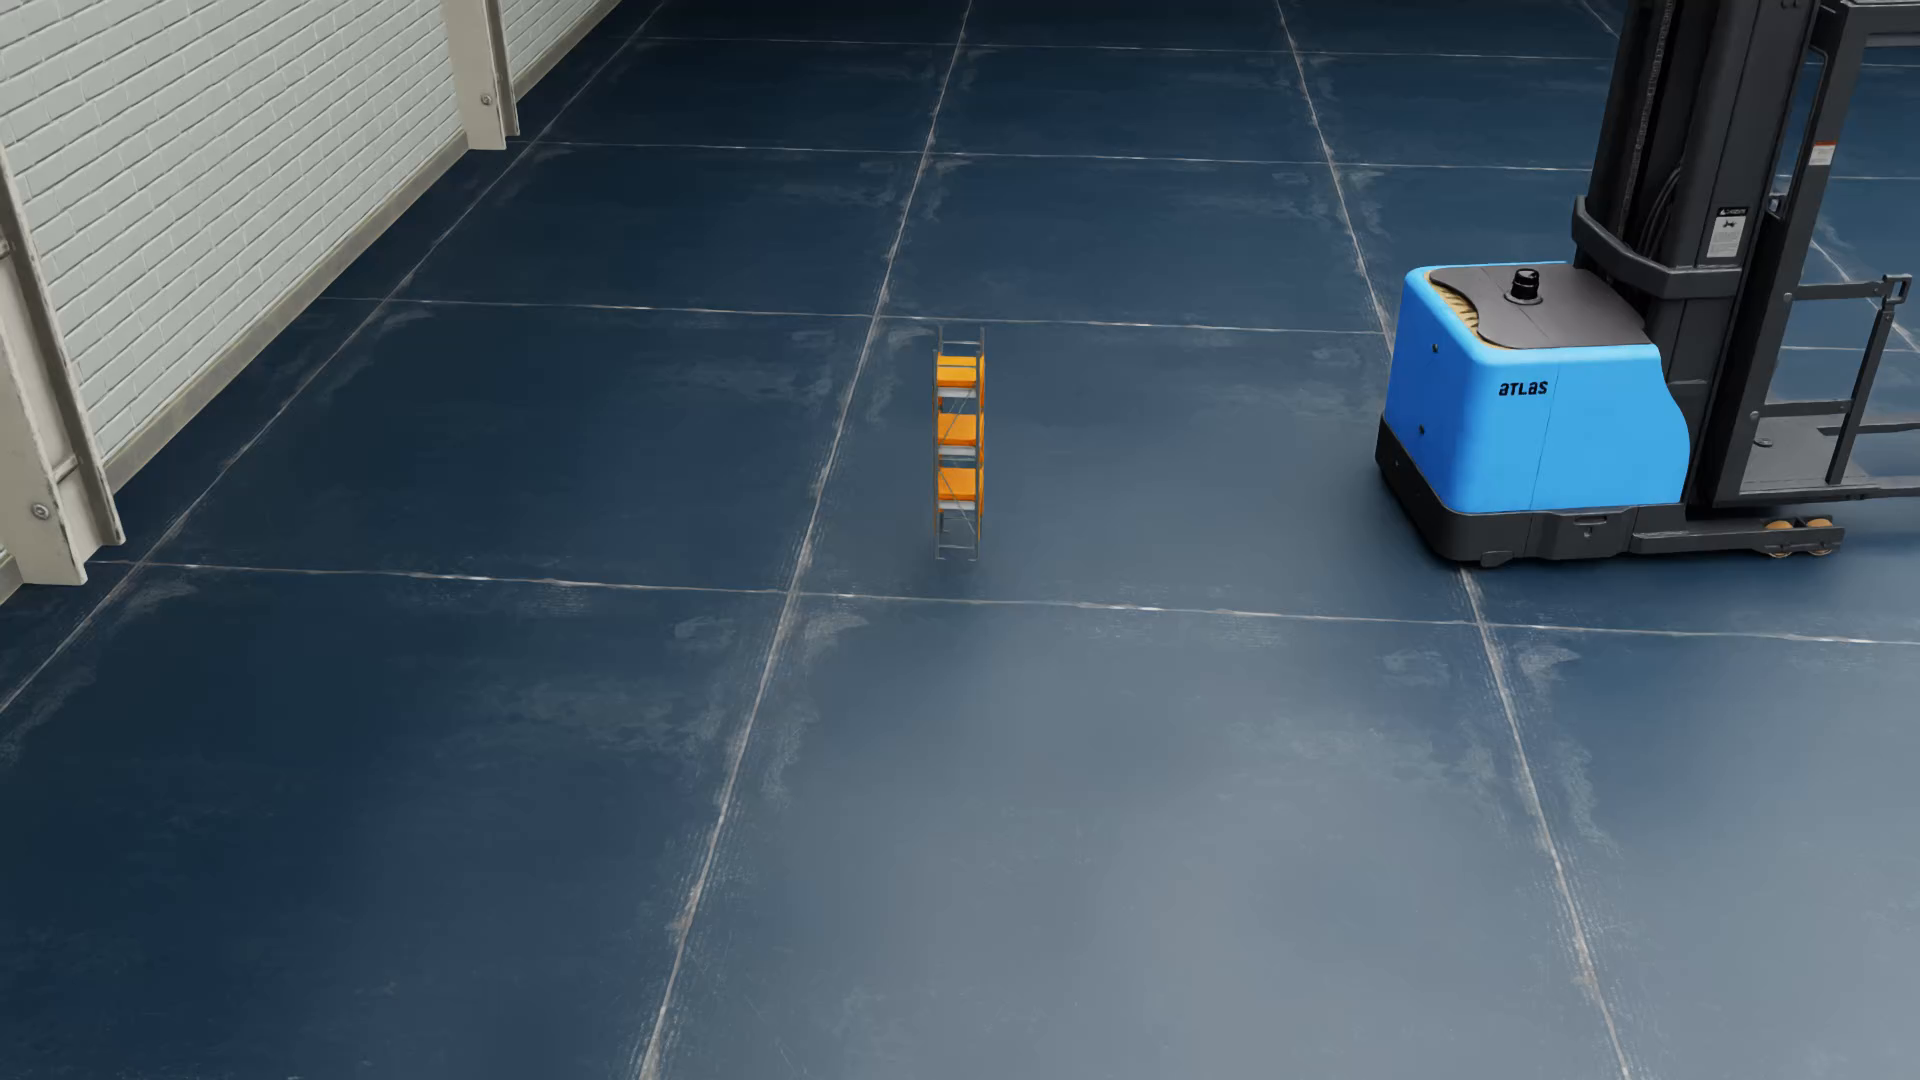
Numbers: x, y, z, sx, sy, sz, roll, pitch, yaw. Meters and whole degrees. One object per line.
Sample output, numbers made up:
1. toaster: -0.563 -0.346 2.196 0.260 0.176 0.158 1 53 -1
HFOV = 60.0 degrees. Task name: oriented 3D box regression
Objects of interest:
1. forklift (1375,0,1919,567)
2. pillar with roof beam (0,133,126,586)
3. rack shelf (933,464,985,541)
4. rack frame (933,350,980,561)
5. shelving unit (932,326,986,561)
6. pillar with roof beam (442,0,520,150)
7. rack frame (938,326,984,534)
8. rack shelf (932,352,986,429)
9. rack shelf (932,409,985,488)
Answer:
1. forklift: 3.612 -1.441 7.295 3.031 2.935 1.130 -3 32 -5
2. pillar with roof beam: 0.235 -3.554 4.940 9.100 9.000 0.400 2 32 4
3. rack shelf: -0.004 -0.173 7.581 0.215 0.259 0.240 2 32 4
4. rack frame: -0.014 -0.355 7.326 0.200 1.050 0.008 2 32 4
5. shelving unit: -0.004 -0.419 7.429 0.215 1.050 0.252 2 32 4
6. pillar with roof beam: 0.724 -6.692 10.031 9.100 9.000 0.400 2 32 4
7. rack frame: 0.006 -0.483 7.533 0.200 1.050 0.008 2 32 4
8. rack shelf: -0.004 -0.652 7.286 0.215 0.259 0.240 2 32 4
9. rack shelf: -0.004 -0.410 7.435 0.215 0.259 0.240 2 32 4
